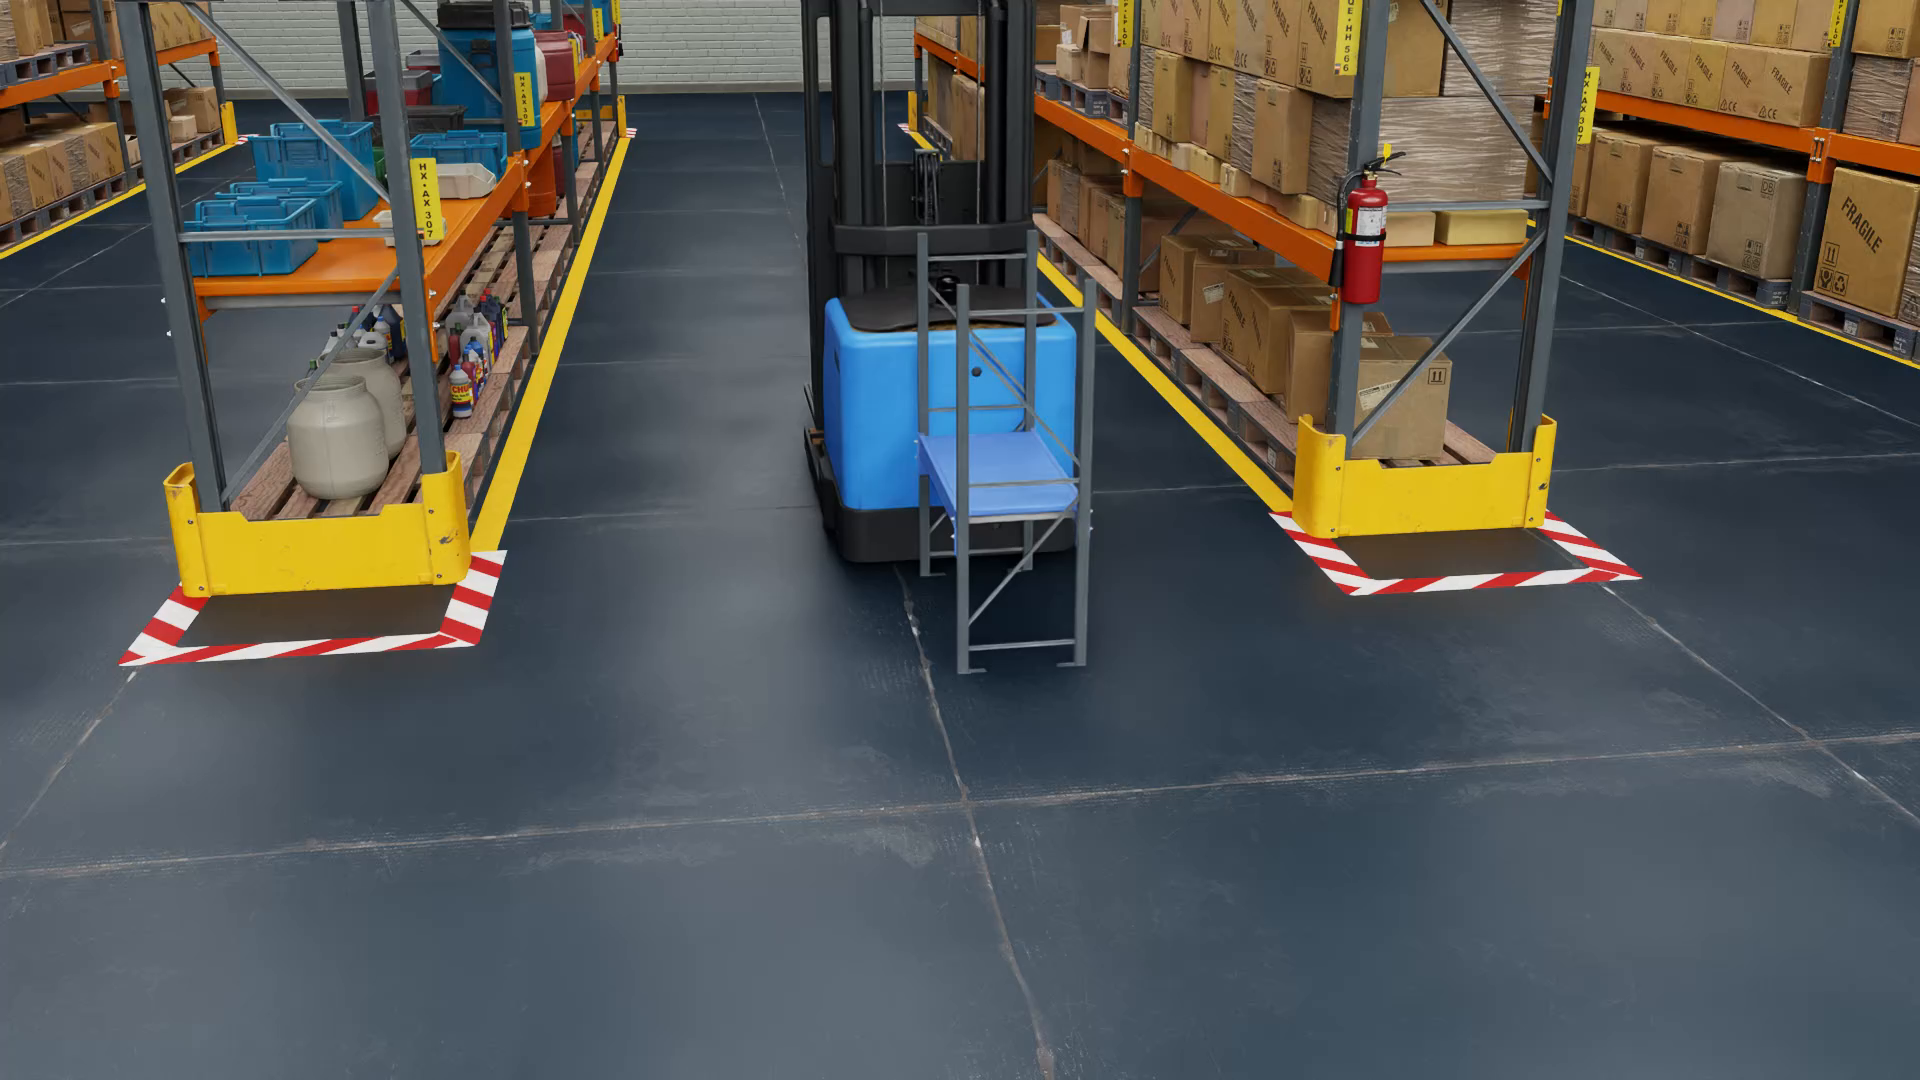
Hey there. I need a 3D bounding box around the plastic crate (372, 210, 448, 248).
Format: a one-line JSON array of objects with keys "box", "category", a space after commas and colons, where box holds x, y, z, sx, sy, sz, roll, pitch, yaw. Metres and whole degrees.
[{"box": [-2.511, -1.425, 7.622, 0.298, 0.136, 0.250, -3, 21, -8], "category": "plastic crate"}]

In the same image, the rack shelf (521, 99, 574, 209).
[{"box": [-3.566, -2.963, 12.391, 1.077, 0.370, 4.000, -3, 21, -8], "category": "rack shelf"}]

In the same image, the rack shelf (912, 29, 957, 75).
[{"box": [0.182, -5.983, 20.476, 1.077, 0.370, 4.000, -3, 21, -8], "category": "rack shelf"}]

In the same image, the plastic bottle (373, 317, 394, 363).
[{"box": [-3.431, -1.191, 9.889, 0.097, 0.271, 0.097, 0, 20, 0], "category": "plastic bottle"}]

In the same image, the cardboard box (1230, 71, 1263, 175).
[{"box": [1.928, -2.193, 8.733, 0.875, 0.500, 0.500, -3, 21, -8], "category": "cardboard box"}]

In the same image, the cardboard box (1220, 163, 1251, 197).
[{"box": [1.635, -1.957, 9.029, 0.380, 0.149, 0.250, -3, 21, -8], "category": "cardboard box"}]

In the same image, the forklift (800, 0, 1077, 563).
[{"box": [-0.230, -1.753, 8.221, 1.130, 2.935, 3.031, -3, 21, -9], "category": "forklift"}]

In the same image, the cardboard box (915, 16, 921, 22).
[{"box": [-0.304, -6.902, 21.697, 0.500, 0.250, 0.500, -3, 21, -9], "category": "cardboard box"}]

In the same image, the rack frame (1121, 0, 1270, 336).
[{"box": [1.624, -2.858, 11.080, 1.000, 3.000, 0.127, -3, 21, -8], "category": "rack frame"}]

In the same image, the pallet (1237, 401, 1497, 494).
[{"box": [2.107, -0.476, 8.688, 1.003, 0.211, 1.213, -3, 21, -8], "category": "pallet"}]

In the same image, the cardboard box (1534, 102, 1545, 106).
[{"box": [6.037, -4.261, 16.739, 0.500, 0.250, 0.500, -3, 21, -8], "category": "cardboard box"}]

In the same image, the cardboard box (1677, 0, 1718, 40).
[{"box": [6.249, -4.288, 13.337, 0.700, 0.500, 0.500, -3, 21, -8], "category": "cardboard box"}]

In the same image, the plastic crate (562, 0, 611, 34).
[{"box": [-4.774, -6.701, 21.233, 0.616, 0.435, 0.499, -3, 21, -8], "category": "plastic crate"}]

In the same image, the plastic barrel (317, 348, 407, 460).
[{"box": [-2.943, -0.652, 8.129, 0.421, 0.512, 0.421, 0, 20, 0], "category": "plastic barrel"}]

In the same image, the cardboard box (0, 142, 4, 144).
[{"box": [-9.279, -3.452, 15.615, 0.500, 0.500, 0.500, -4, 21, -10], "category": "cardboard box"}]

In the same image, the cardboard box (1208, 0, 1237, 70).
[{"box": [1.665, -2.825, 8.995, 0.500, 0.500, 0.500, -3, 21, -8], "category": "cardboard box"}]

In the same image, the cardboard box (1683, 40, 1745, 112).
[{"box": [6.061, -3.637, 13.023, 0.500, 0.500, 0.500, -3, 21, -7], "category": "cardboard box"}]

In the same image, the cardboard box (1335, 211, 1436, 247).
[{"box": [1.955, -1.443, 7.652, 0.380, 0.149, 0.250, -3, 21, -8], "category": "cardboard box"}]

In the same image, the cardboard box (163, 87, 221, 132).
[{"box": [-9.587, -5.373, 20.760, 0.500, 0.500, 0.500, -3, 21, -8], "category": "cardboard box"}]

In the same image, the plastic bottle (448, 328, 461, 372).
[{"box": [-2.911, -1.093, 9.608, 0.061, 0.283, 0.133, -3, 21, -8], "category": "plastic bottle"}]

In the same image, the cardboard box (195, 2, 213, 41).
[{"box": [-9.575, -6.420, 20.474, 0.500, 0.500, 0.500, -2, 21, -6], "category": "cardboard box"}]

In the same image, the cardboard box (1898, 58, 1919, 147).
[{"box": [6.713, -2.827, 10.783, 0.875, 0.550, 0.550, -3, 21, -8], "category": "cardboard box"}]

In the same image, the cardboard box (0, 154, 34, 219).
[{"box": [-8.620, -3.132, 14.759, 0.500, 0.500, 0.500, -4, 21, -10], "category": "cardboard box"}]

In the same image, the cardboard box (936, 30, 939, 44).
[{"box": [-0.083, -6.044, 19.970, 0.380, 0.149, 0.250, -3, 21, -9], "category": "cardboard box"}]

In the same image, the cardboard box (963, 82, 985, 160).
[{"box": [0.712, -4.299, 17.376, 1.225, 0.875, 0.875, -4, 21, -10], "category": "cardboard box"}]

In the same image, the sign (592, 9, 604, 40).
[{"box": [-3.886, -5.534, 17.851, 0.100, 0.325, 0.005, -3, 21, -8], "category": "sign"}]

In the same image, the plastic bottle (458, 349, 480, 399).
[{"box": [-2.703, -0.913, 9.144, 0.097, 0.271, 0.097, 0, 20, 0], "category": "plastic bottle"}]

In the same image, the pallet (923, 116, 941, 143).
[{"box": [0.087, -5.433, 21.961, 1.003, 0.211, 1.213, -3, 21, -8], "category": "pallet"}]

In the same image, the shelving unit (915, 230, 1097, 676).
[{"box": [0.153, -0.381, 6.593, 0.538, 1.500, 1.048, -3, 21, -9], "category": "shelving unit"}]

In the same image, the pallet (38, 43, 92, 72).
[{"box": [-9.325, -4.757, 16.440, 1.003, 0.211, 1.213, -3, 21, -8], "category": "pallet"}]

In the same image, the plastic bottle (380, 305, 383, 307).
[{"box": [-3.665, -1.403, 10.457, 0.097, 0.271, 0.097, 0, 20, 0], "category": "plastic bottle"}]

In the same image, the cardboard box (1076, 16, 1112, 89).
[{"box": [1.283, -3.698, 12.583, 0.797, 0.503, 0.637, -1, 20, -2], "category": "cardboard box"}]

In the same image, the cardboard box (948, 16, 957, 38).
[{"box": [0.147, -5.836, 18.844, 0.500, 0.250, 0.500, -3, 21, -9], "category": "cardboard box"}]

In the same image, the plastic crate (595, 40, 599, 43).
[{"box": [-4.457, -6.014, 19.685, 0.416, 0.233, 0.300, -3, 21, -8], "category": "plastic crate"}]

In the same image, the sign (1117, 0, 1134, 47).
[{"box": [1.075, -3.371, 10.799, 0.100, 0.325, 0.005, -3, 21, -8], "category": "sign"}]

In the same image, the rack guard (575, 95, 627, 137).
[{"box": [-5.023, -5.599, 21.993, 1.175, 0.500, 0.348, -3, 21, -8], "category": "rack guard"}]

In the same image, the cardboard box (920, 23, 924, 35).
[{"box": [-0.306, -6.578, 21.400, 0.380, 0.149, 0.250, -3, 21, -9], "category": "cardboard box"}]

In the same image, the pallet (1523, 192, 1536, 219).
[{"box": [5.859, -3.422, 16.577, 1.003, 0.211, 1.213, -3, 21, -8], "category": "pallet"}]

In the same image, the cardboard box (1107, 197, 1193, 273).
[{"box": [1.507, -2.272, 12.457, 0.700, 0.500, 0.500, -3, 21, -8], "category": "cardboard box"}]

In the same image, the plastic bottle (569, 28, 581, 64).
[{"box": [-3.974, -5.053, 17.028, 0.144, 0.351, 0.185, -3, 21, -8], "category": "plastic bottle"}]

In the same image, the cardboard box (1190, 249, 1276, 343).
[{"box": [1.732, -1.545, 10.538, 0.500, 0.500, 0.500, 4, 21, 9], "category": "cardboard box"}]

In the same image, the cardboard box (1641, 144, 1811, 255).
[{"box": [6.233, -2.760, 13.434, 1.050, 0.750, 0.750, -3, 21, -8], "category": "cardboard box"}]

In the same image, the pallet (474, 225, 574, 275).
[{"box": [-3.781, -2.416, 13.884, 1.003, 0.211, 1.213, -3, 21, -8], "category": "pallet"}]

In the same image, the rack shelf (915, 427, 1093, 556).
[{"box": [0.153, -0.213, 6.656, 0.538, 0.185, 1.000, -3, 21, -9], "category": "rack shelf"}]

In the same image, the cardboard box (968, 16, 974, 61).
[{"box": [0.363, -5.328, 17.553, 0.500, 0.500, 0.500, -3, 21, -8], "category": "cardboard box"}]

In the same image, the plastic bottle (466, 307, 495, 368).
[{"box": [-2.825, -1.186, 9.762, 0.144, 0.351, 0.185, -3, 21, -8], "category": "plastic bottle"}]

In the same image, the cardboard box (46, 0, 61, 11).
[{"box": [-9.662, -5.806, 17.403, 0.500, 0.500, 0.500, -3, 21, -7], "category": "cardboard box"}]

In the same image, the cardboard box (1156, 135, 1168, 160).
[{"box": [1.444, -2.478, 10.423, 0.380, 0.149, 0.250, -3, 21, -8], "category": "cardboard box"}]

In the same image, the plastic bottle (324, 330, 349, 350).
[{"box": [-3.456, -0.996, 9.252, 0.144, 0.351, 0.185, -2, 21, -6], "category": "plastic bottle"}]

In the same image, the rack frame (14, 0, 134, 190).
[{"box": [-9.333, -5.129, 17.162, 1.000, 3.000, 0.127, -3, 21, -8], "category": "rack frame"}]

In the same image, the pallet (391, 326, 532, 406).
[{"box": [-3.222, -1.067, 10.271, 1.003, 0.211, 1.213, -3, 21, -8], "category": "pallet"}]

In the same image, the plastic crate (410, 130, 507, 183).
[{"box": [-2.849, -2.169, 9.448, 0.499, 0.251, 0.616, -3, 21, -8], "category": "plastic crate"}]
